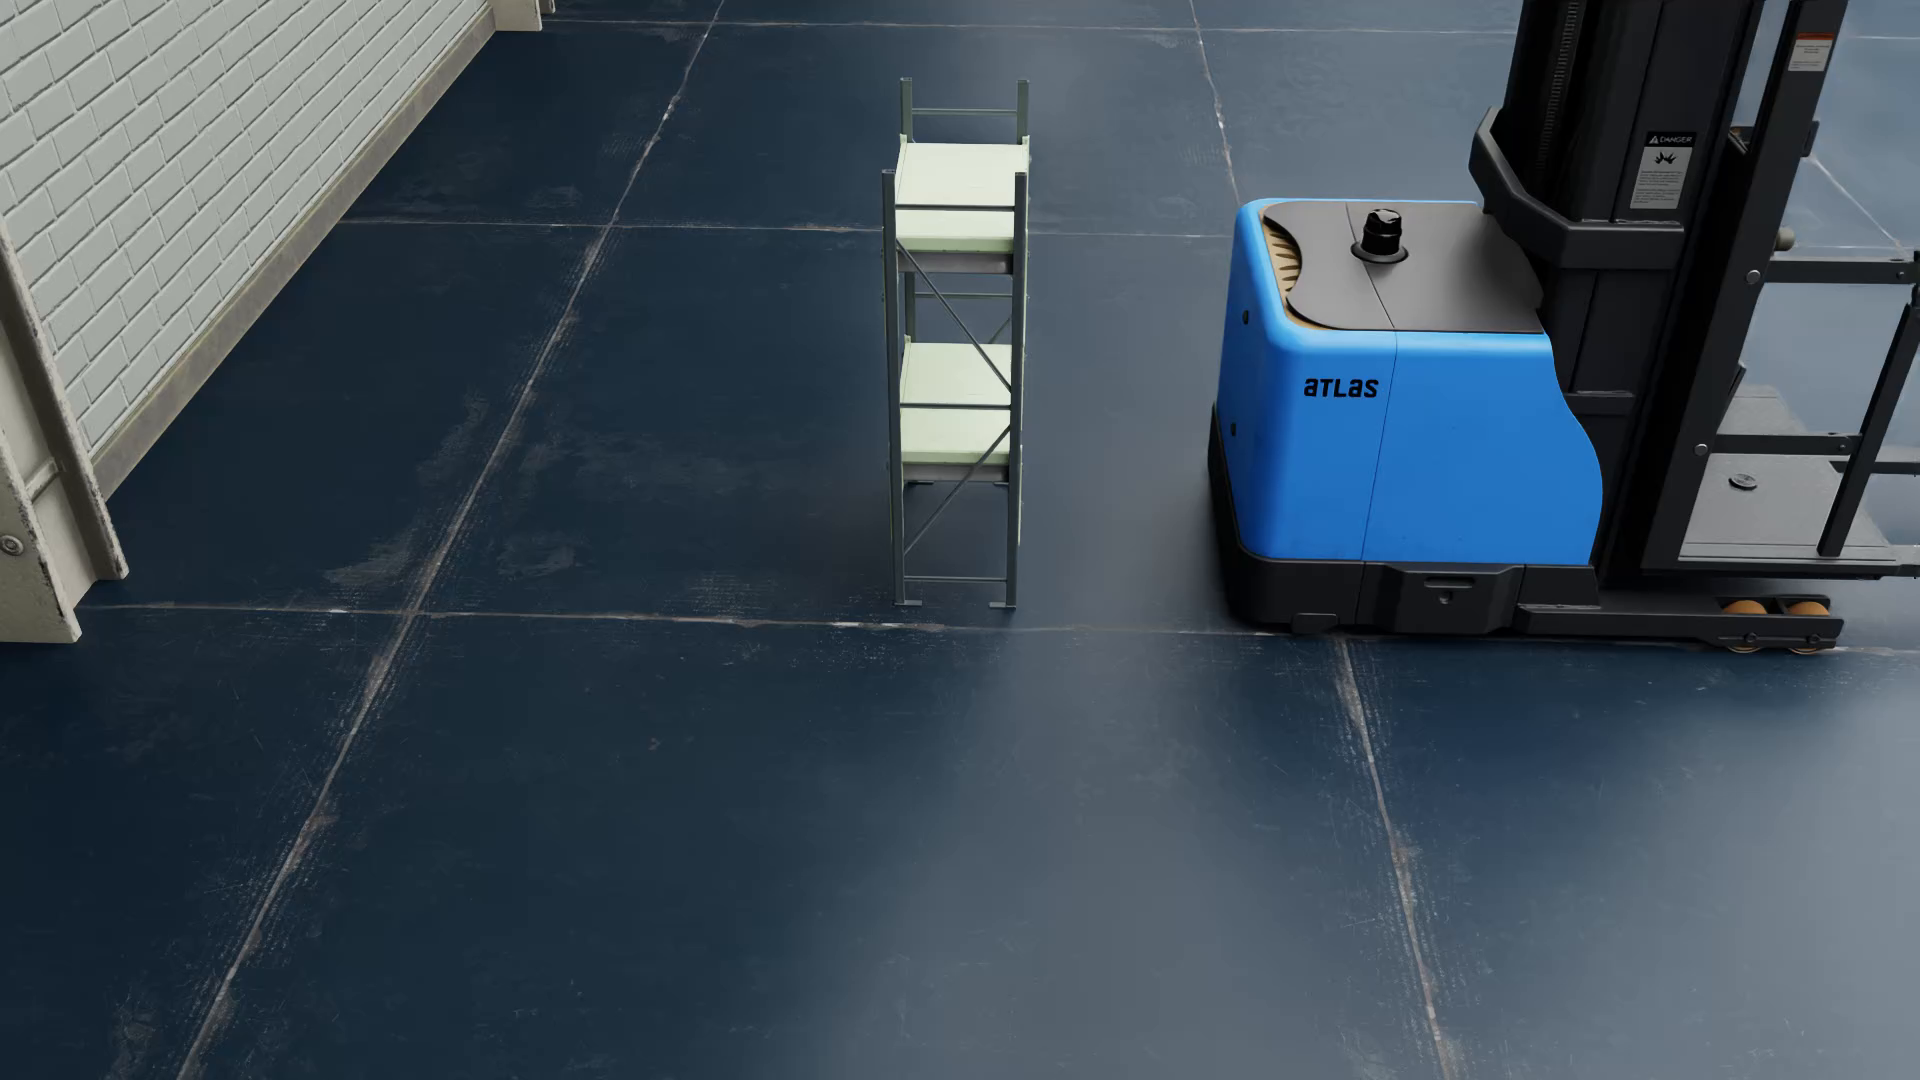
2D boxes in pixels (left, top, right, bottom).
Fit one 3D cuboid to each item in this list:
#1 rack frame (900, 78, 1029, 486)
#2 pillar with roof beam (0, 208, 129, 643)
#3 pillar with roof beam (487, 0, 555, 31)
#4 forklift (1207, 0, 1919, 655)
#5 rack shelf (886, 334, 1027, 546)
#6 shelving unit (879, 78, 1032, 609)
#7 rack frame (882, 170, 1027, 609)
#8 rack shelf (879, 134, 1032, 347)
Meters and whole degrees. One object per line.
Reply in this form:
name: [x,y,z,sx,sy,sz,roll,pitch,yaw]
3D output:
rack frame: [0.014,-0.820,5.613,0.400,1.500,0.023,1,35,2]
pillar with roof beam: [1.341,-3.372,2.722,9.100,9.000,0.400,1,35,2]
pillar with roof beam: [1.582,-6.819,7.627,9.100,9.000,0.400,1,35,2]
forklift: [2.396,-1.152,4.840,3.031,2.935,1.130,1,35,2]
rack shelf: [0.000,-0.343,5.501,0.431,0.370,0.720,1,35,2]
shelving unit: [0.000,-0.610,5.313,0.431,1.500,0.755,1,35,2]
rack frame: [-0.015,-0.399,5.014,0.400,1.500,0.023,1,35,2]
rack shelf: [0.000,-0.929,5.089,0.431,0.370,0.720,1,35,2]
